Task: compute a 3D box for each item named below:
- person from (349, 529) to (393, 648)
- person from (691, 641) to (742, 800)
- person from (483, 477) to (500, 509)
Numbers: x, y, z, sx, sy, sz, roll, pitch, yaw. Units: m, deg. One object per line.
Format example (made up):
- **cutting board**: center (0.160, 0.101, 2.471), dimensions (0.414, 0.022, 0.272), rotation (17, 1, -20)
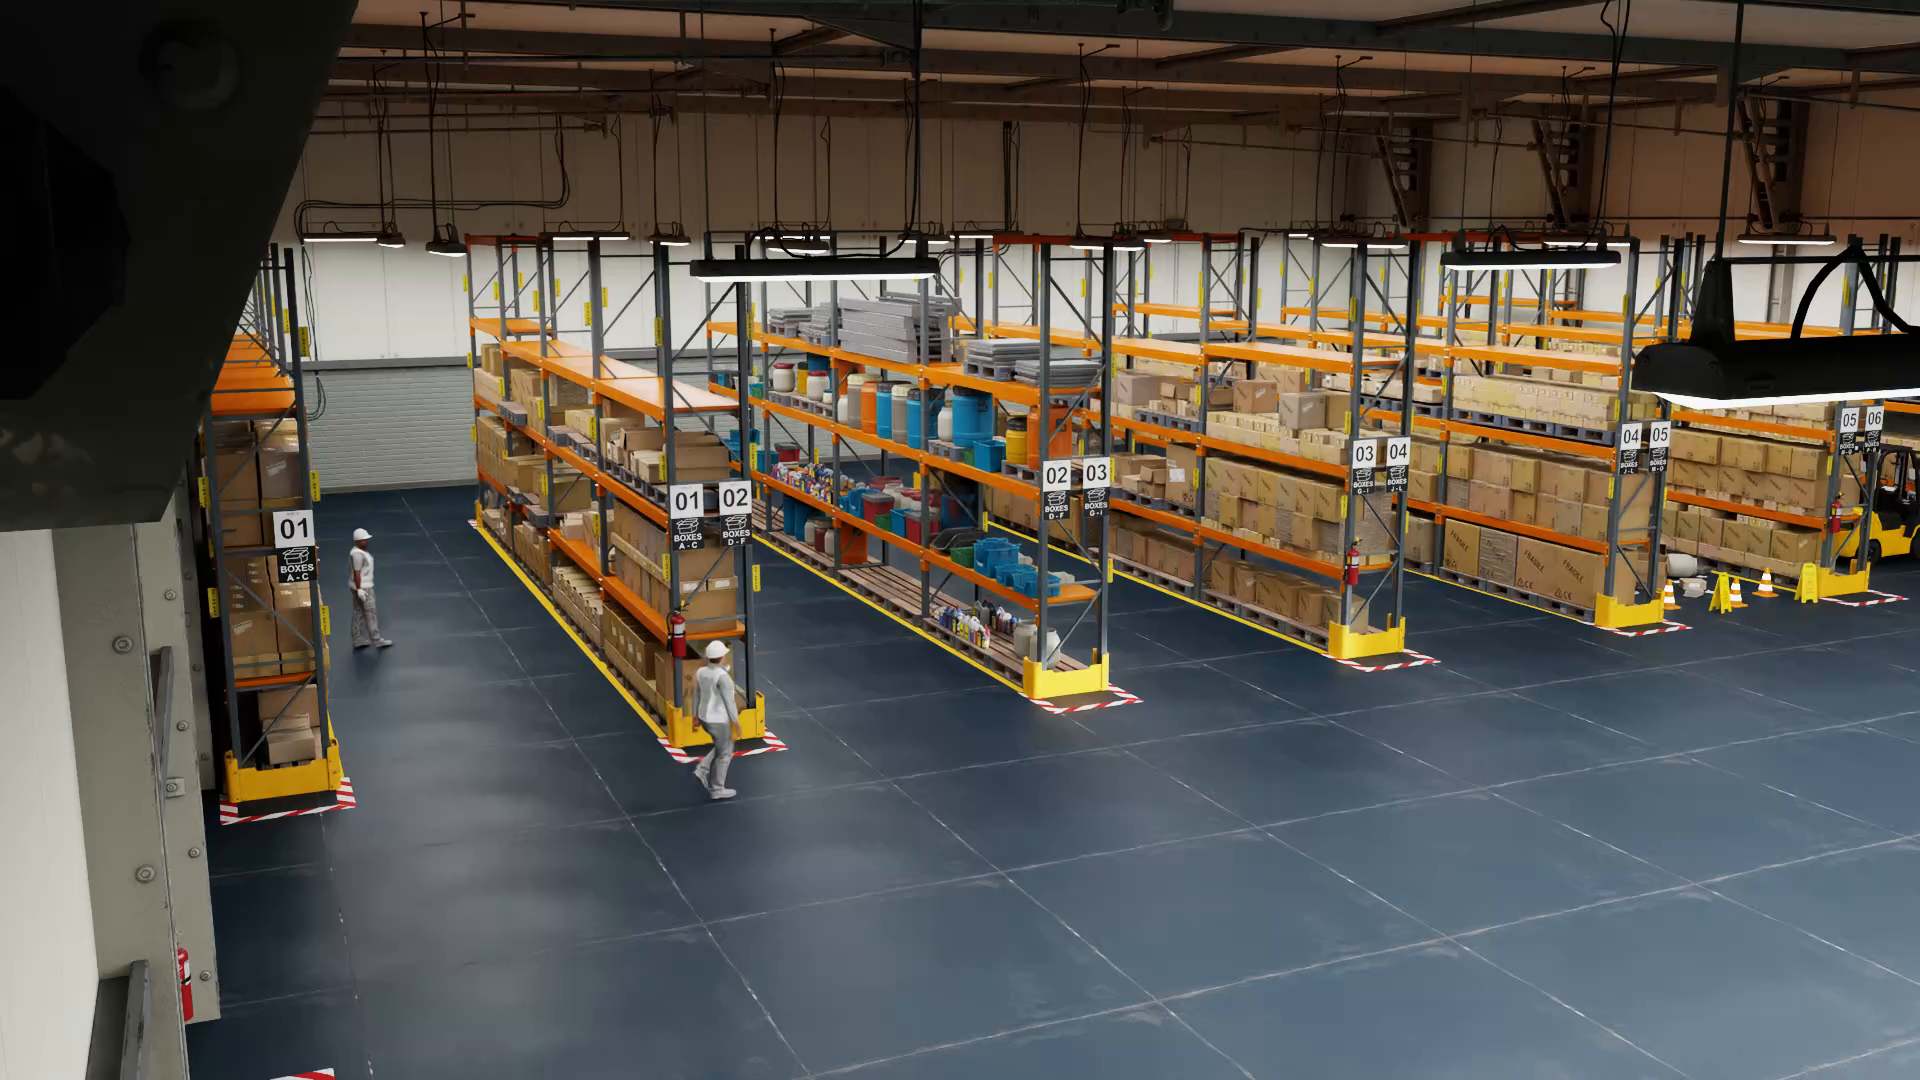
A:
- **person**: center (-8.833, 0.699, 24.822), dimensions (0.534, 1.783, 0.563), rotation (-7, 13, -31)
- **person**: center (-2.678, 1.977, 18.258), dimensions (0.509, 1.759, 0.541), rotation (-6, 13, -29)
- **person**: center (-10.085, -1.393, 35.708), dimensions (0.490, 1.712, 0.540), rotation (-5, 12, -25)
